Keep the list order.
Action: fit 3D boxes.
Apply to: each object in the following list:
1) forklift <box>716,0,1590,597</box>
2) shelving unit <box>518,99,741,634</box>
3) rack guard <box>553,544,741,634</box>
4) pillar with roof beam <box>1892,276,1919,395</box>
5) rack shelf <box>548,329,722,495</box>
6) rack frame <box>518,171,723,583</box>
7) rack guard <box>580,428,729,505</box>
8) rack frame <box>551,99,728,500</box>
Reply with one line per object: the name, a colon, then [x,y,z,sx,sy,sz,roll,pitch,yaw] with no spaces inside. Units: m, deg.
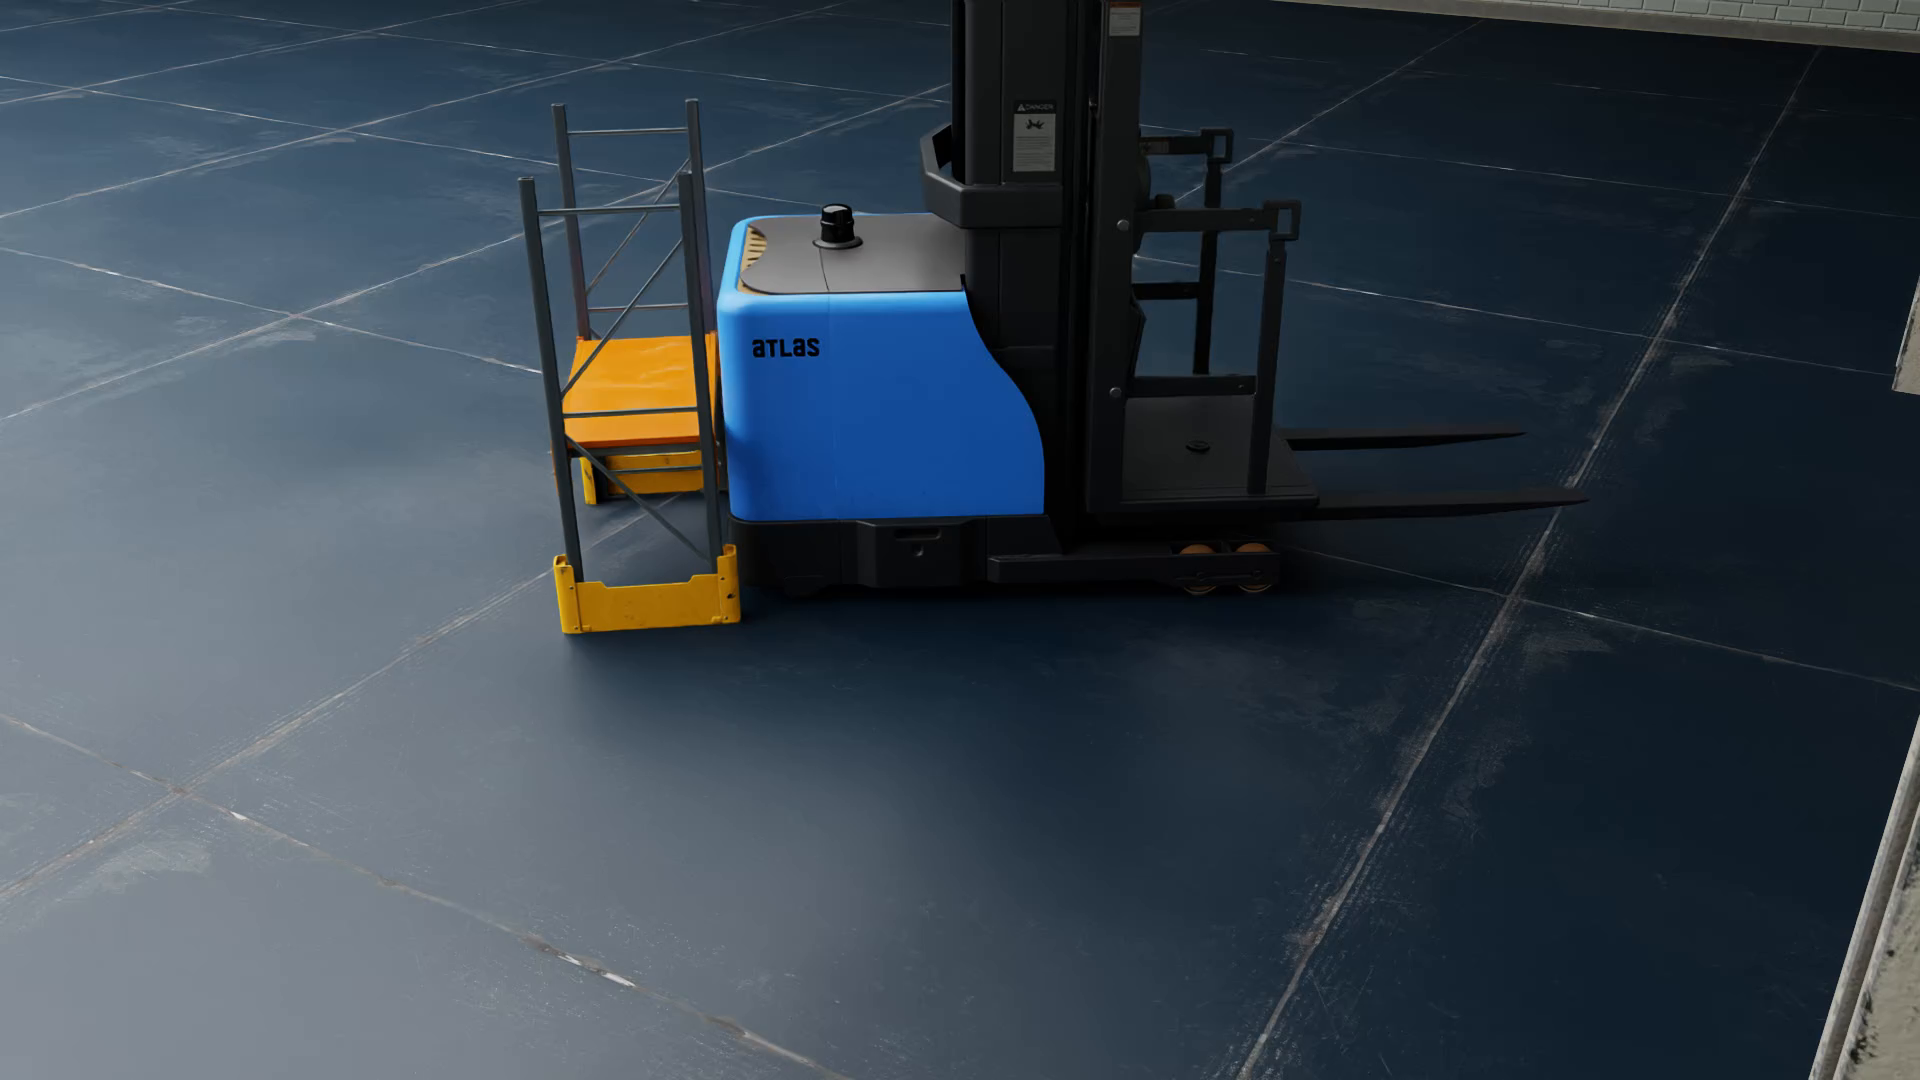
forklift: [0.700,-1.361,5.535,3.031,2.935,1.130,-2,27,-3]
shelving unit: [-1.092,-0.618,5.644,0.587,1.500,1.083,-4,27,-6]
rack guard: [-1.025,0.161,5.482,0.587,0.250,0.087,-4,27,-6]
pillar with roof beam: [0.645,-5.684,7.393,9.100,9.000,0.400,14,30,26]
rack shelf: [-1.091,-0.462,5.733,0.538,0.185,1.000,-4,27,-6]
rack frame: [-1.031,-0.397,5.201,0.500,1.500,0.032,-4,27,-6]
rack guard: [-1.147,-0.281,6.366,0.587,0.250,0.087,-4,27,-6]
rack frame: [-1.155,-0.848,6.103,0.500,1.500,0.032,-4,27,-6]
